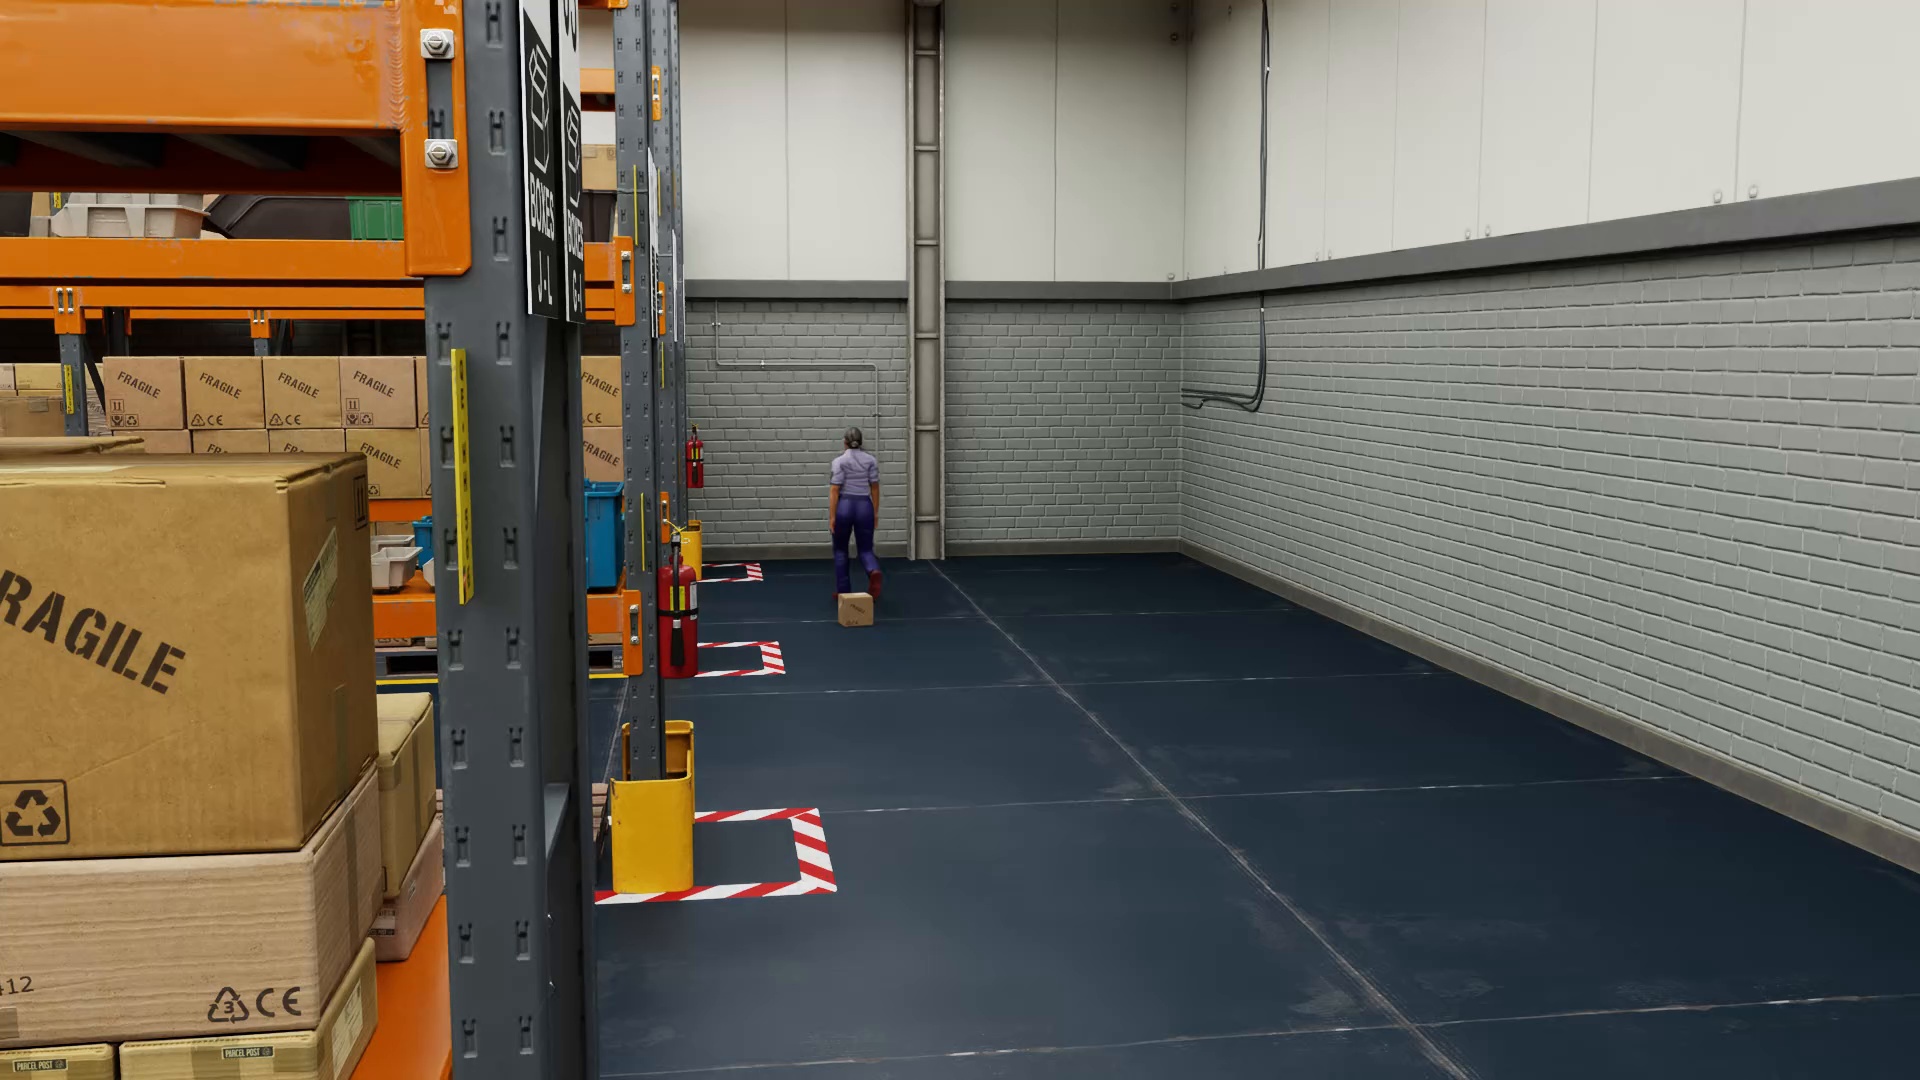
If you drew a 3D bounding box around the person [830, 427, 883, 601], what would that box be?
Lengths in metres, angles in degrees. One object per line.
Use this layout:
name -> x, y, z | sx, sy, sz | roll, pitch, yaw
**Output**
person -> -0.959, -0.221, 15.306 | 0.501, 1.603, 0.671 | -3, 7, -21
